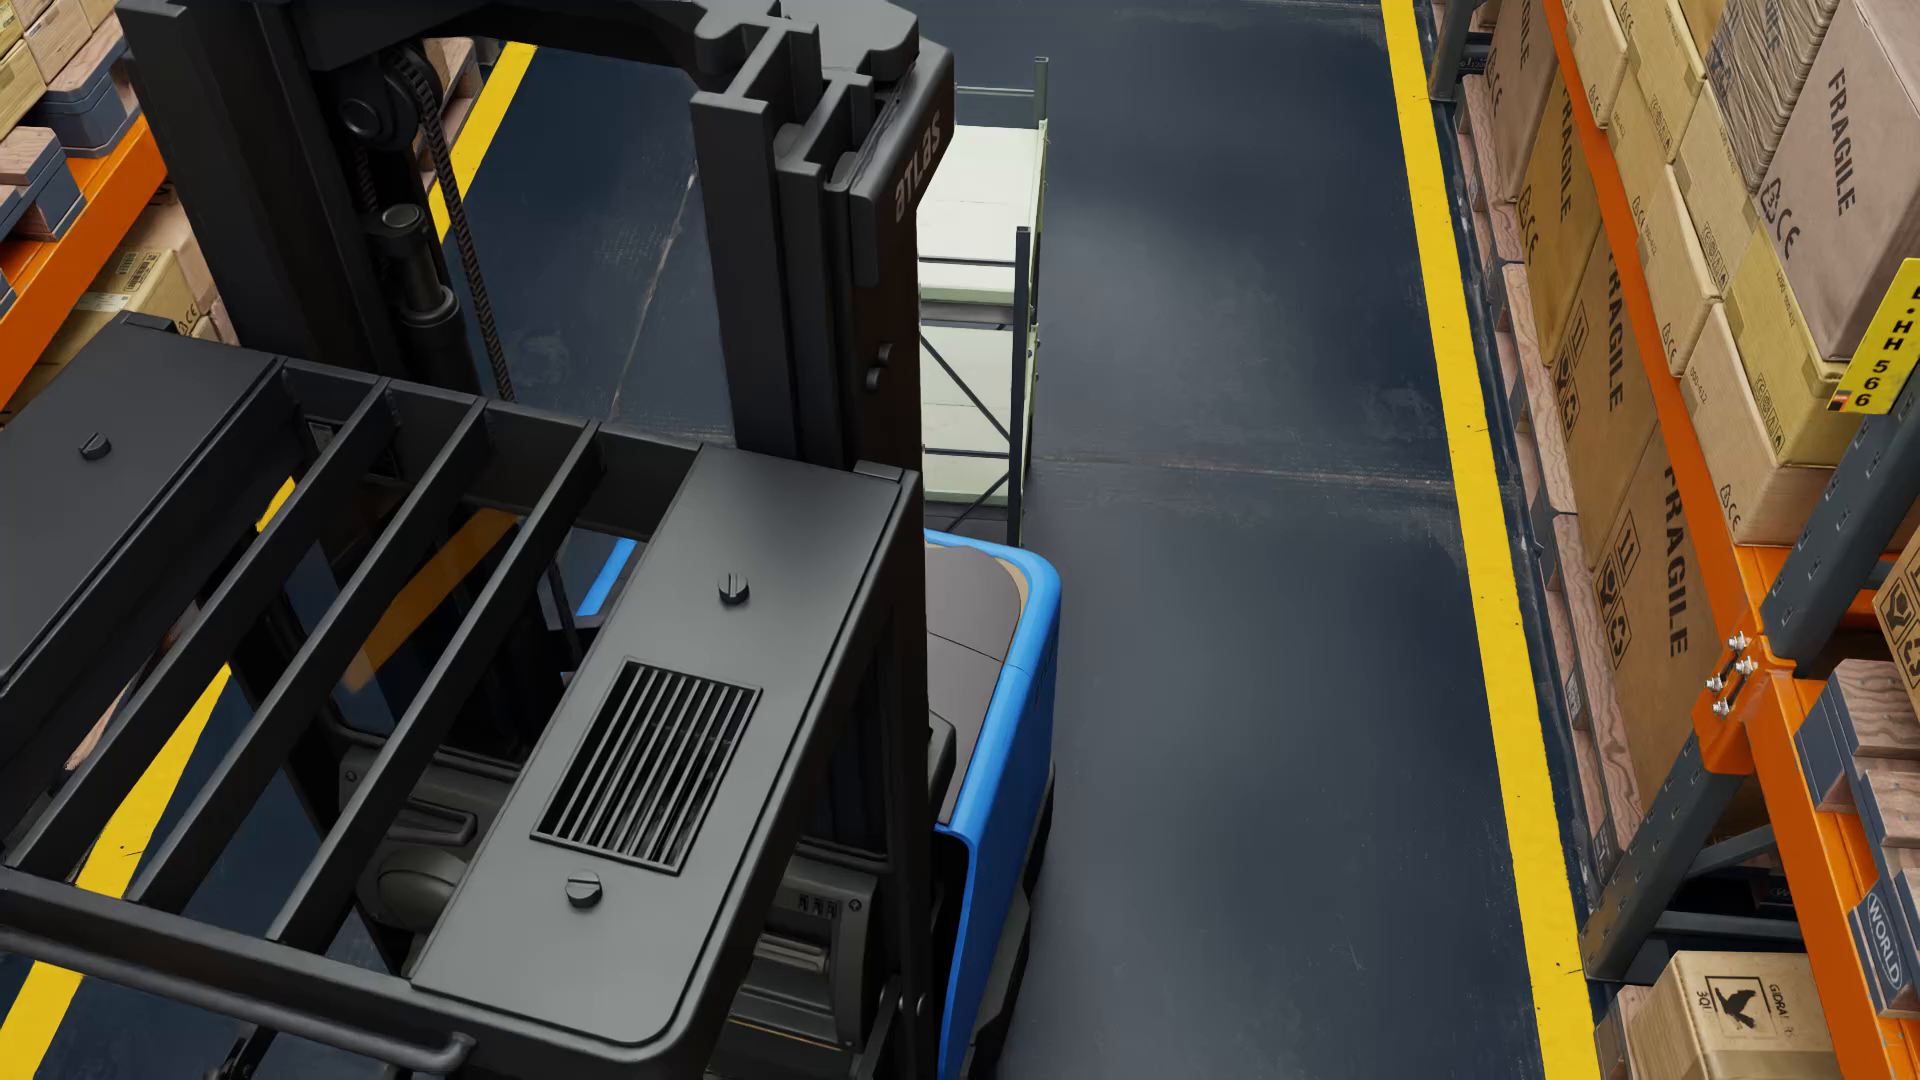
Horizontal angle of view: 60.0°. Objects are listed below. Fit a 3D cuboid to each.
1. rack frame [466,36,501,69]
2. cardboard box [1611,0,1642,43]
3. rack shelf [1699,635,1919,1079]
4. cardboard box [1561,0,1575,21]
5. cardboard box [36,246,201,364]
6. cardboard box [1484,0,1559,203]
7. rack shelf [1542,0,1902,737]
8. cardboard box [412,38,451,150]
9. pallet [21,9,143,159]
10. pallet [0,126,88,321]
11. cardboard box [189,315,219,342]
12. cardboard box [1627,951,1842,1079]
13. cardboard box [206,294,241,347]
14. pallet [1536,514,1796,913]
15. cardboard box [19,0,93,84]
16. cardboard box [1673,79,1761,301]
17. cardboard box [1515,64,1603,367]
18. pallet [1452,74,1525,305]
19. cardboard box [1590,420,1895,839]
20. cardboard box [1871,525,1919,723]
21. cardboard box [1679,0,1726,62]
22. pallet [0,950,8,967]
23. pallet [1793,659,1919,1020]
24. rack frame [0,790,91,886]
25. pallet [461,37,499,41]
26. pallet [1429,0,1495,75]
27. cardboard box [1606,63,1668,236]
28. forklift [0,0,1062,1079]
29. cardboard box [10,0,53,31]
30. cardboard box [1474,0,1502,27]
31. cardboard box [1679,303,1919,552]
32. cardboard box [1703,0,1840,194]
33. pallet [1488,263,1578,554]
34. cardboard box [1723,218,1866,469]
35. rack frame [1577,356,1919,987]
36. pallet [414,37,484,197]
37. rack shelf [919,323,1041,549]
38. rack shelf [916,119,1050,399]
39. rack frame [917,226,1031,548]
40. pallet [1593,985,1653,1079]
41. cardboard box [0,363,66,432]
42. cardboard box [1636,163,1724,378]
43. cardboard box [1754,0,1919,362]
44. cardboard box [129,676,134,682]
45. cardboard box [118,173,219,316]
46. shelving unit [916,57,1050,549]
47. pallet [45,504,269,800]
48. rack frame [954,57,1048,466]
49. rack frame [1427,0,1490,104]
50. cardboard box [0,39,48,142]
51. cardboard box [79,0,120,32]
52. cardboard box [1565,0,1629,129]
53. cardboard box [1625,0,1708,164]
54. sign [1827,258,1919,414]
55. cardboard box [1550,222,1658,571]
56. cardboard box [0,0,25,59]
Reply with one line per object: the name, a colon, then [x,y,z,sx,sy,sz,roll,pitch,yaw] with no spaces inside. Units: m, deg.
rack frame: [-2.483,-3.102,6.054,1.000,3.000,0.127,4,48,4]
cardboard box: [1.999,-1.531,4.381,0.500,0.250,0.500,3,48,2]
rack shelf: [1.909,1.808,2.051,1.077,0.370,4.000,4,48,4]
cardboard box: [2.044,-1.731,4.902,0.500,0.250,0.500,4,48,3]
cardboard box: [-2.498,-0.577,4.646,0.500,0.250,0.500,3,48,3]
cardboard box: [2.479,-1.807,6.025,0.875,0.875,0.875,5,48,5]
rack shelf: [2.273,-1.131,4.739,1.077,0.370,4.000,4,48,4]
cardboard box: [-2.300,-1.839,6.309,0.500,0.500,0.500,3,48,3]
pallet: [-2.708,-1.555,4.770,1.003,0.211,1.213,4,48,4]
pallet: [-2.889,-0.629,3.922,1.213,0.211,1.003,4,48,4]
cardboard box: [-2.487,-0.333,4.931,0.500,0.500,0.500,4,48,4]
cardboard box: [2.030,1.256,3.565,0.950,0.372,0.625,1,48,1]
cardboard box: [-2.445,-0.711,5.277,0.500,0.500,0.500,3,48,3]
pallet: [2.238,0.463,4.684,1.003,0.211,1.213,4,48,4]
cardboard box: [-2.512,-1.324,4.314,0.380,0.149,0.250,5,48,5]
cardboard box: [1.925,-0.772,3.686,0.500,0.250,0.500,3,48,3]
cardboard box: [2.404,-1.143,5.418,0.875,0.875,0.875,5,48,5]
pallet: [2.460,-1.330,6.324,1.003,0.211,1.213,4,48,4]
cardboard box: [2.237,0.169,4.218,0.875,0.875,0.875,3,48,3]
cardboard box: [1.819,0.135,2.540,0.500,0.500,0.500,3,48,2]
cardboard box: [1.968,-1.415,3.766,0.500,0.500,0.500,4,48,4]
pallet: [-2.995,1.353,3.870,1.003,0.211,1.213,4,48,4]
pallet: [2.132,0.692,2.715,1.213,0.211,1.003,4,48,4]
rack frame: [-2.848,-0.163,3.366,1.000,3.000,0.127,4,48,4]
pallet: [-2.457,-2.657,7.537,1.003,0.211,1.213,4,48,4]
pallet: [2.603,-2.456,7.353,1.003,0.211,1.213,4,48,4]
cardboard box: [1.971,-0.988,4.222,0.500,0.250,0.500,3,48,3]
forklift: [-0.650,0.721,2.605,1.130,2.935,3.031,12,49,11]
cardboard box: [-2.514,-1.426,4.205,0.380,0.149,0.250,4,48,4]
cardboard box: [2.620,-2.575,7.024,0.875,0.438,0.875,3,48,3]
cardboard box: [1.878,-0.242,3.541,0.500,0.250,0.500,2,48,2]
cardboard box: [1.916,-1.050,3.432,0.500,0.500,0.500,5,48,4]
pallet: [2.352,-0.431,5.501,1.003,0.211,1.213,4,48,4]
cardboard box: [1.882,-0.395,3.341,0.500,0.250,0.500,4,48,3]
rack frame: [2.091,0.096,3.129,1.000,3.000,0.127,4,48,4]
pallet: [-2.553,-1.589,6.560,1.003,0.211,1.213,4,48,4]
rack shelf: [-0.001,-0.281,4.933,0.431,0.370,0.720,4,48,4]
rack shelf: [-0.001,-0.765,4.404,0.431,0.370,0.720,4,48,4]
rack frame: [-0.034,-0.232,4.446,0.400,1.500,0.023,4,48,4]
pallet: [2.018,1.611,3.633,1.003,0.211,1.213,4,48,4]
cardboard box: [-2.544,-0.204,4.305,0.500,0.250,0.500,2,48,2]
cardboard box: [1.909,-0.619,3.885,0.500,0.250,0.500,5,48,4]
cardboard box: [1.878,-0.673,3.087,0.500,0.500,0.500,3,48,2]
cardboard box: [-2.529,0.037,4.593,0.500,0.500,0.500,2,48,2]
cardboard box: [-2.440,-0.940,4.978,0.500,0.250,0.500,4,48,4]
shelving unit: [-0.001,-0.501,4.692,0.431,1.500,0.755,4,48,4]
pallet: [-2.775,0.204,4.920,1.003,0.211,1.213,4,48,4]
rack frame: [0.033,-0.770,4.938,0.400,1.500,0.023,4,48,4]
rack frame: [2.456,-2.843,5.818,1.000,3.000,0.127,4,48,4]
cardboard box: [-2.534,-1.129,4.135,0.380,0.149,0.250,6,48,5]
cardboard box: [-2.487,-1.509,4.483,0.380,0.149,0.250,4,48,4]
cardboard box: [1.990,-1.365,4.567,0.500,0.250,0.500,3,48,3]
cardboard box: [1.951,-1.150,4.032,0.500,0.250,0.500,3,48,3]
sign: [1.538,-0.330,2.734,0.100,0.325,0.005,4,48,4]
cardboard box: [2.322,-0.486,4.817,0.875,0.875,0.875,4,48,4]
cardboard box: [-2.537,-1.243,4.038,0.380,0.149,0.250,4,48,4]
